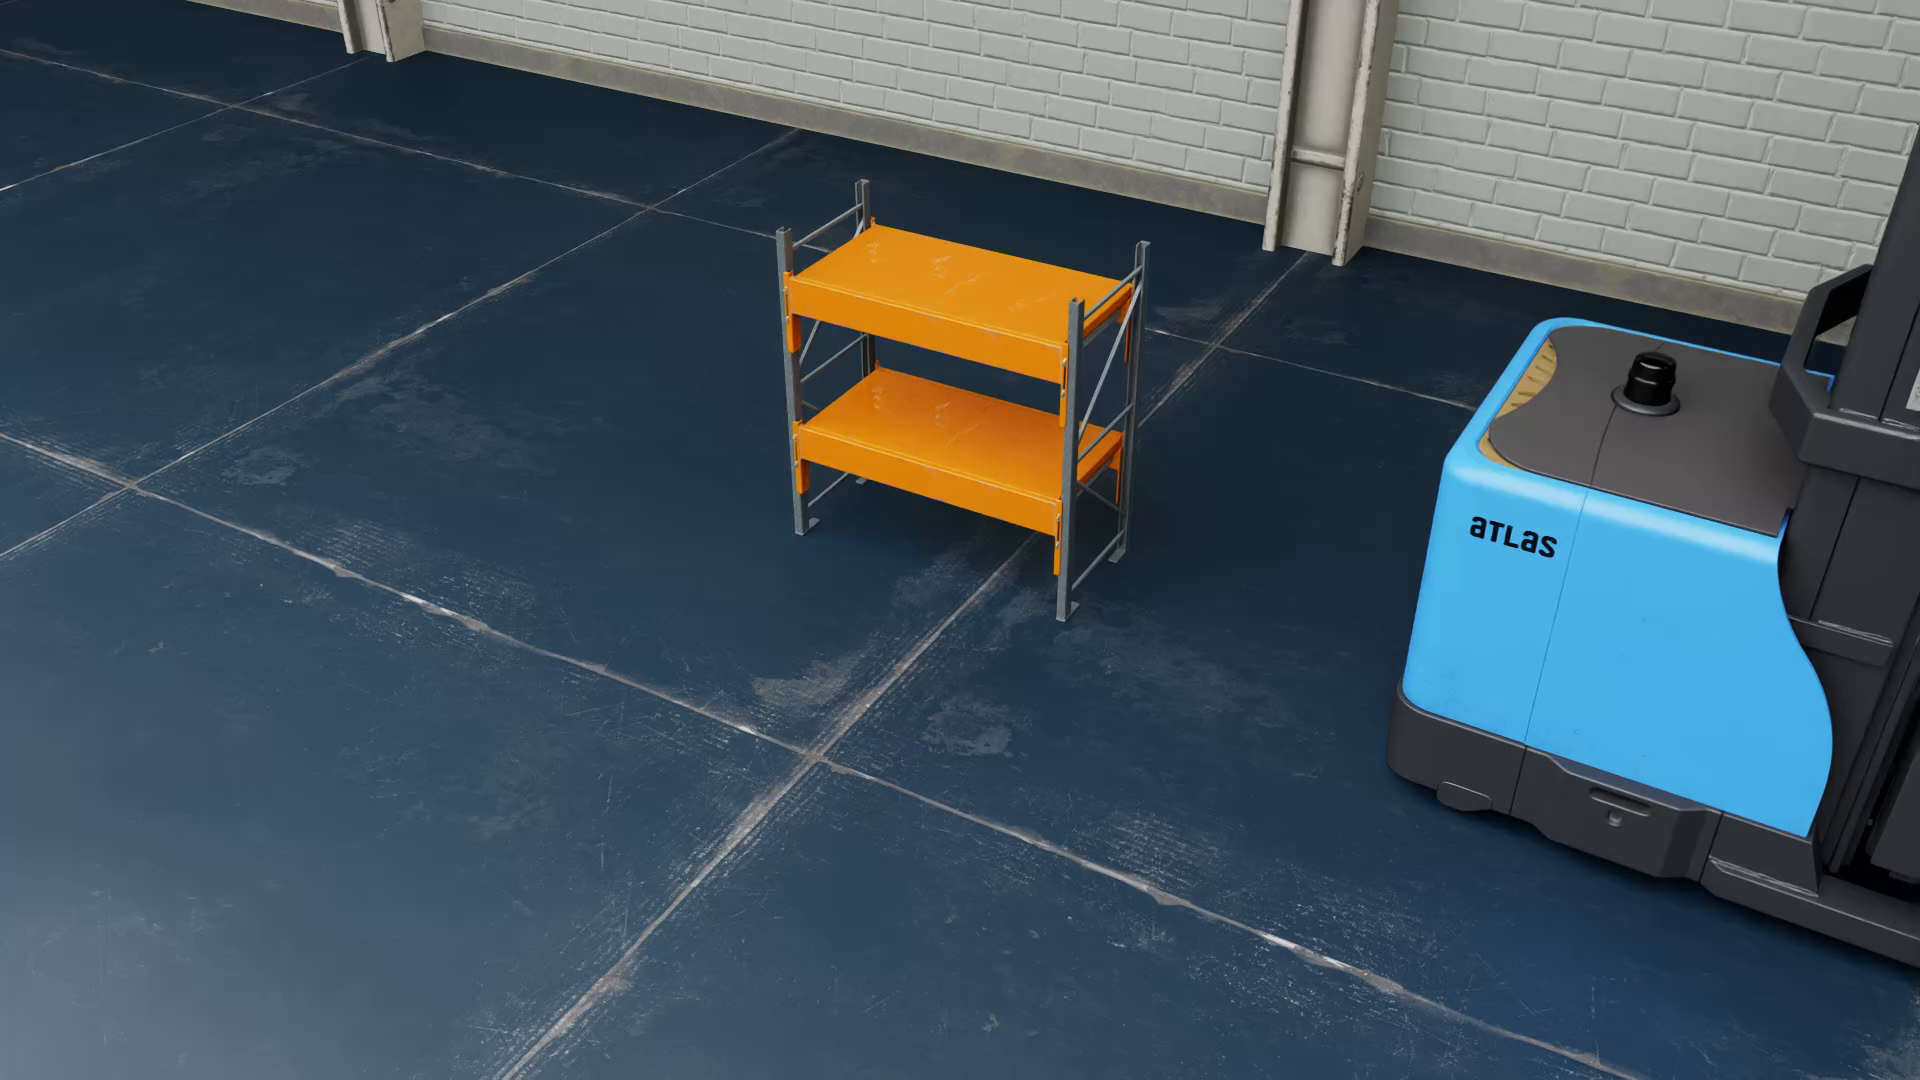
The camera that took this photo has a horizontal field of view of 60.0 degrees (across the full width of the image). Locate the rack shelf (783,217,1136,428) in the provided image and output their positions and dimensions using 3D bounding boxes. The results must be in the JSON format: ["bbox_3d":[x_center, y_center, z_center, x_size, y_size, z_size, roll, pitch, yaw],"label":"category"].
[{"bbox_3d":[0.006,-0.710,5.273,1.000,0.278,0.538,18,37,24],"label":"rack shelf"}]

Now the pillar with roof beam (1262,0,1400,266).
[{"bbox_3d":[-0.472,-3.058,2.224,0.400,9.000,9.100,18,37,24],"label":"pillar with roof beam"}]

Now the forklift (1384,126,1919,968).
[{"bbox_3d":[2.731,-0.343,3.621,3.031,2.935,1.130,18,38,25],"label":"forklift"}]

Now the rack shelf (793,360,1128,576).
[{"bbox_3d":[0.006,-0.263,5.571,1.000,0.278,0.538,18,37,24],"label":"rack shelf"}]

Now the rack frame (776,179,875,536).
[{"bbox_3d":[-0.435,-0.606,5.645,0.032,1.125,0.500,18,37,24],"label":"rack frame"}]

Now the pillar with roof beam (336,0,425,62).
[{"bbox_3d":[-5.681,-4.709,4.702,0.400,9.000,9.100,18,37,24],"label":"pillar with roof beam"}]

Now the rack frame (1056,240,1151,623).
[{"bbox_3d":[0.447,-0.327,5.225,0.032,1.125,0.500,18,37,24],"label":"rack frame"}]

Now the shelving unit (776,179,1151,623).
[{"bbox_3d":[0.006,-0.466,5.435,1.048,1.125,0.538,18,37,24],"label":"shelving unit"}]
